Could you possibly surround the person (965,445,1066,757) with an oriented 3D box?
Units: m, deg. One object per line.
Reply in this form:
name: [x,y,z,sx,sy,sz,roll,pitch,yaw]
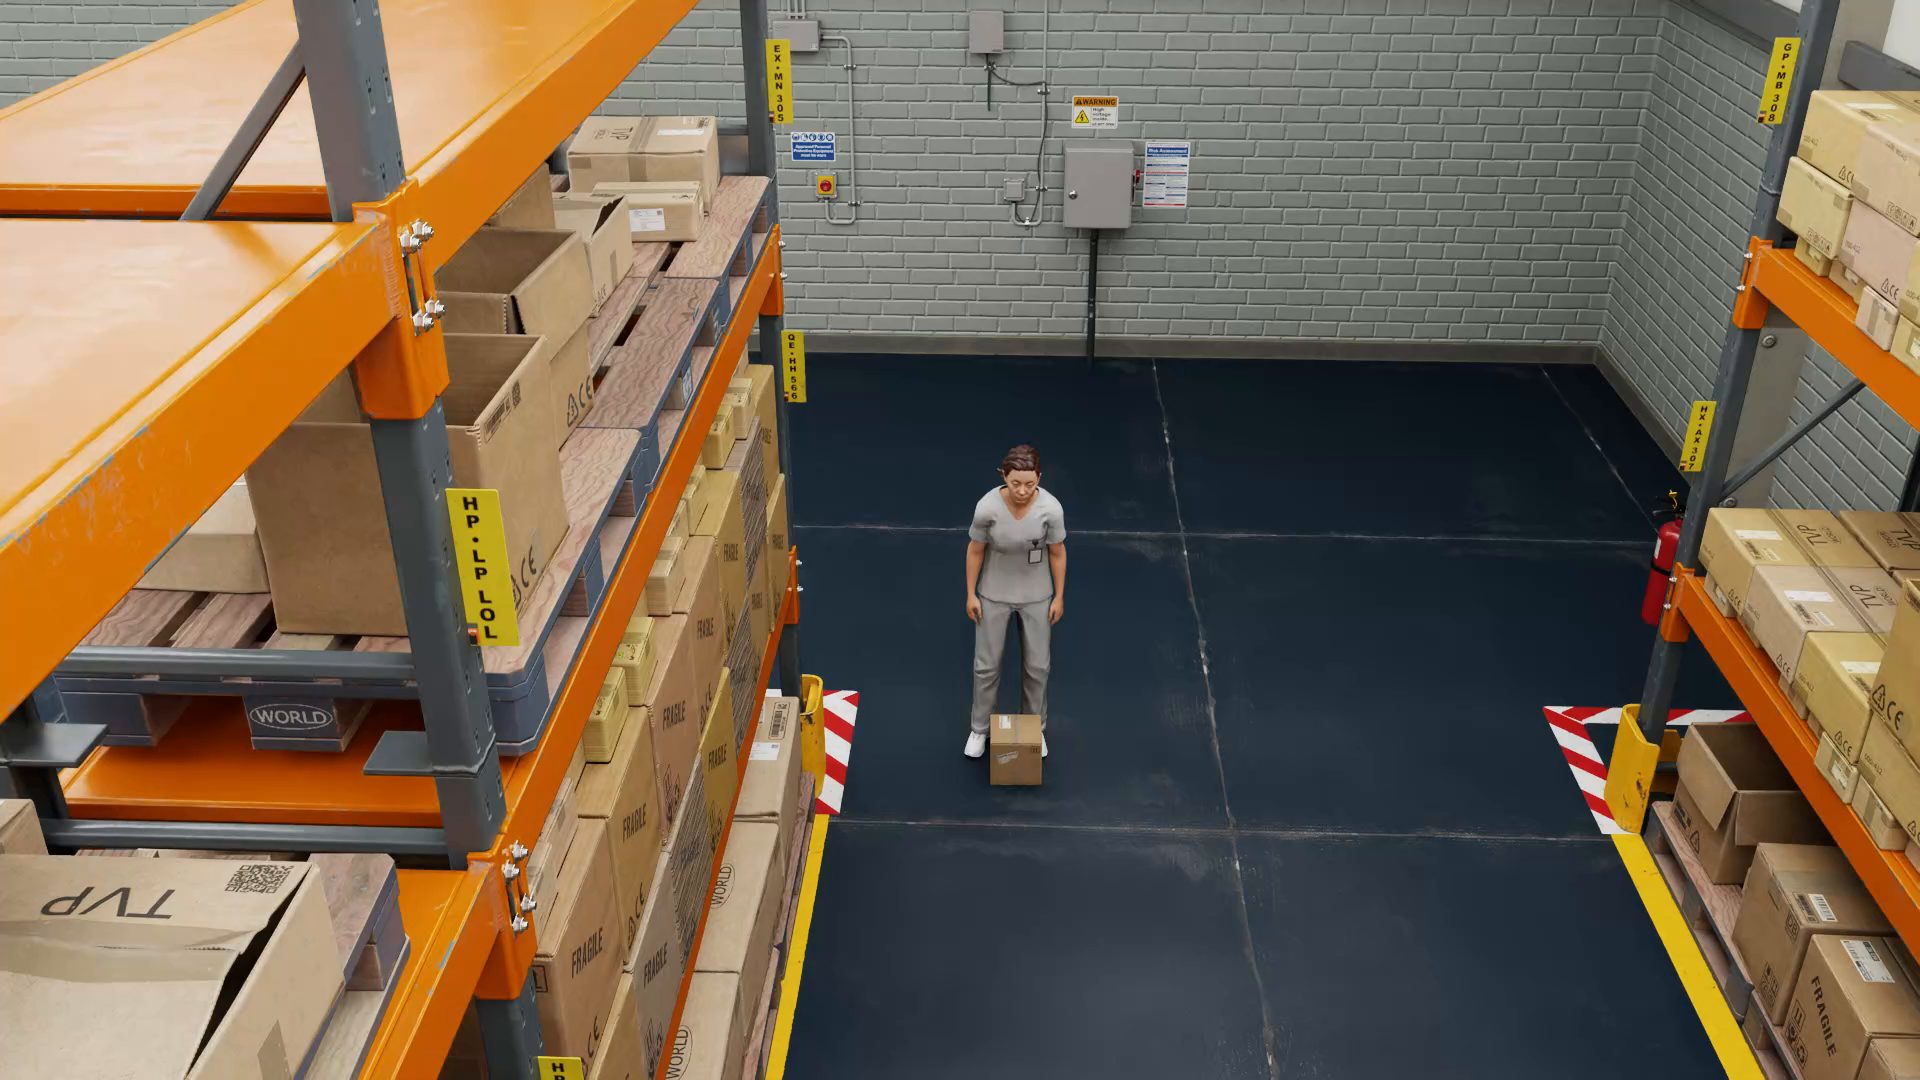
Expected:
person: [0.269,0.288,8.083,0.486,1.672,0.360,0,28,1]
